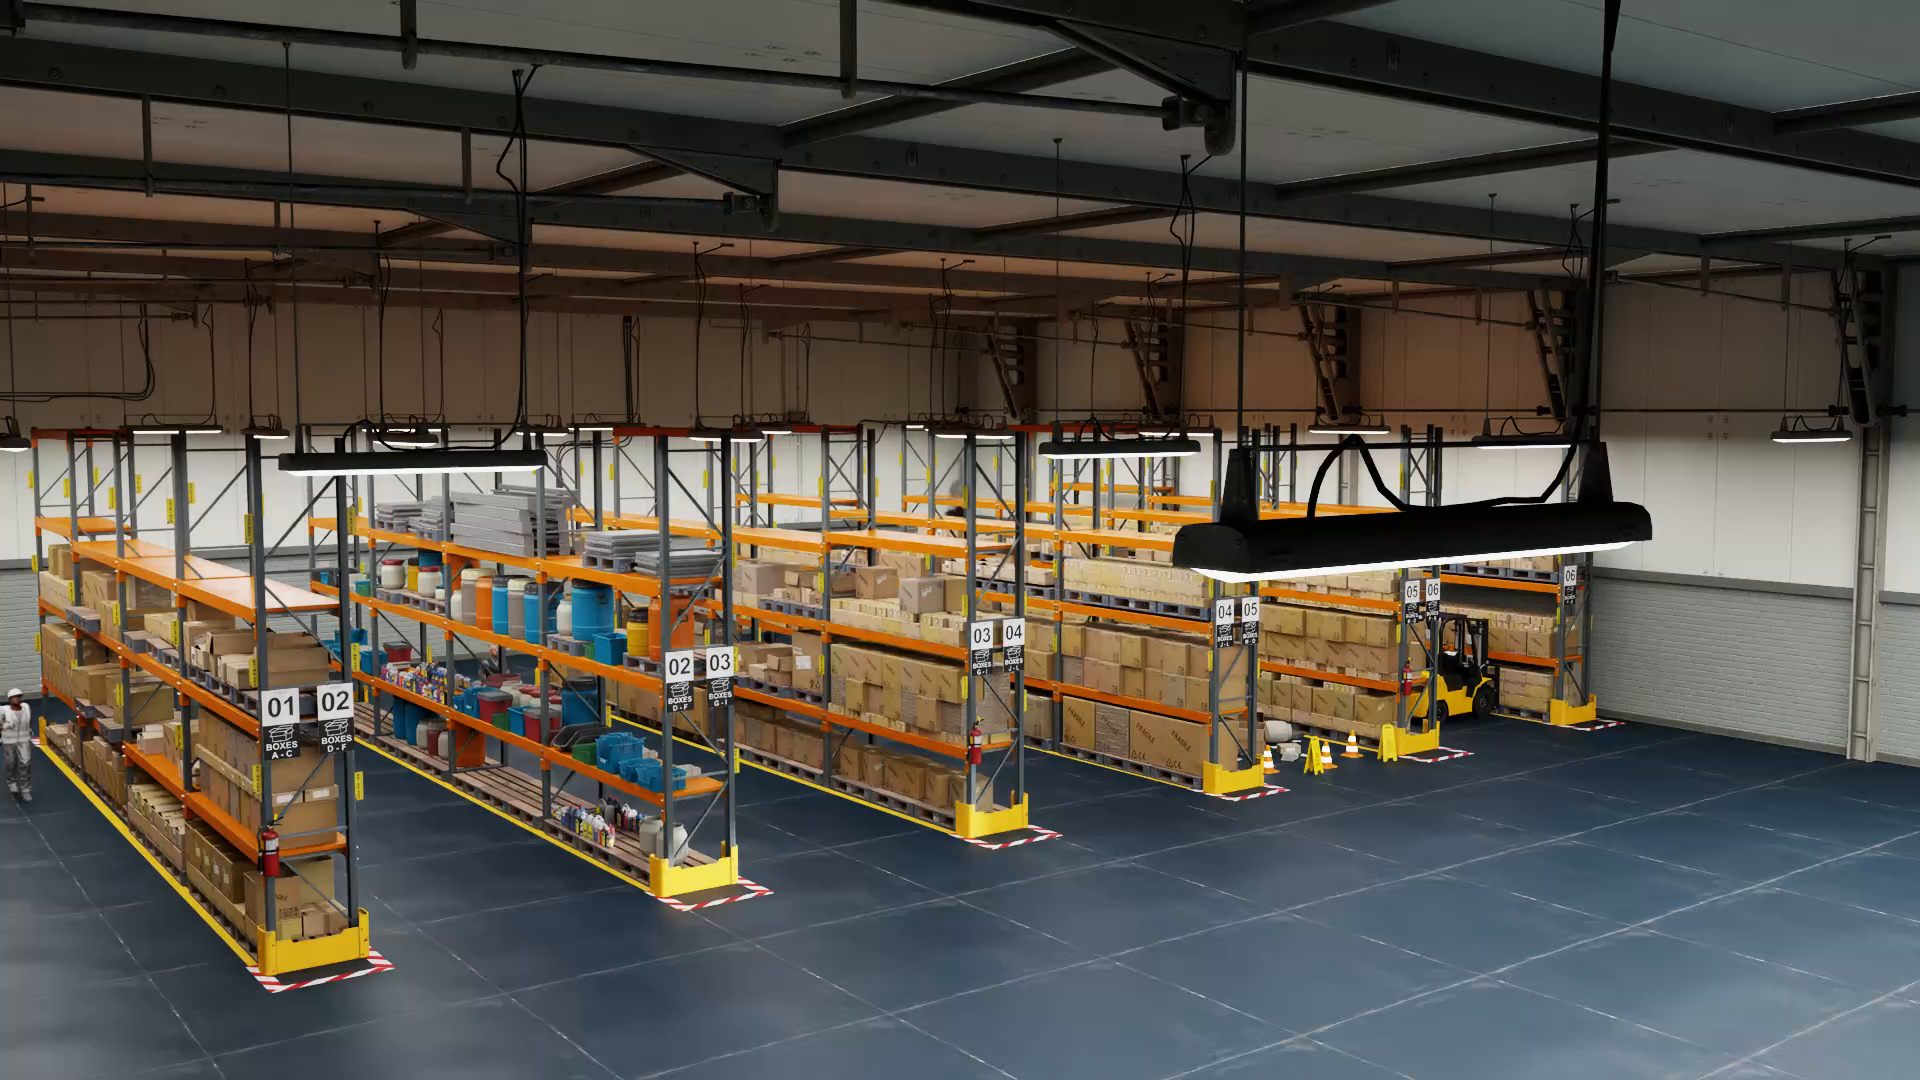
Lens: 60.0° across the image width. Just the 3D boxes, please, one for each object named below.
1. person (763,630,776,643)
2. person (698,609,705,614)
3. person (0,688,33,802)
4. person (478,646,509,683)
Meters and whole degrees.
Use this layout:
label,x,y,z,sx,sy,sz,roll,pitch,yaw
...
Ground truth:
label,x,y,z,sx,sy,sz,roll,pitch,yaw
person,-4.757,2.278,41.783,0.758,1.582,0.552,1,5,13
person,-6.057,2.471,39.098,0.577,1.660,0.680,-2,5,-24
person,-15.390,3.326,27.048,0.646,1.847,0.796,-4,6,-41
person,-9.198,2.922,32.896,0.660,1.684,0.599,-4,6,-40
